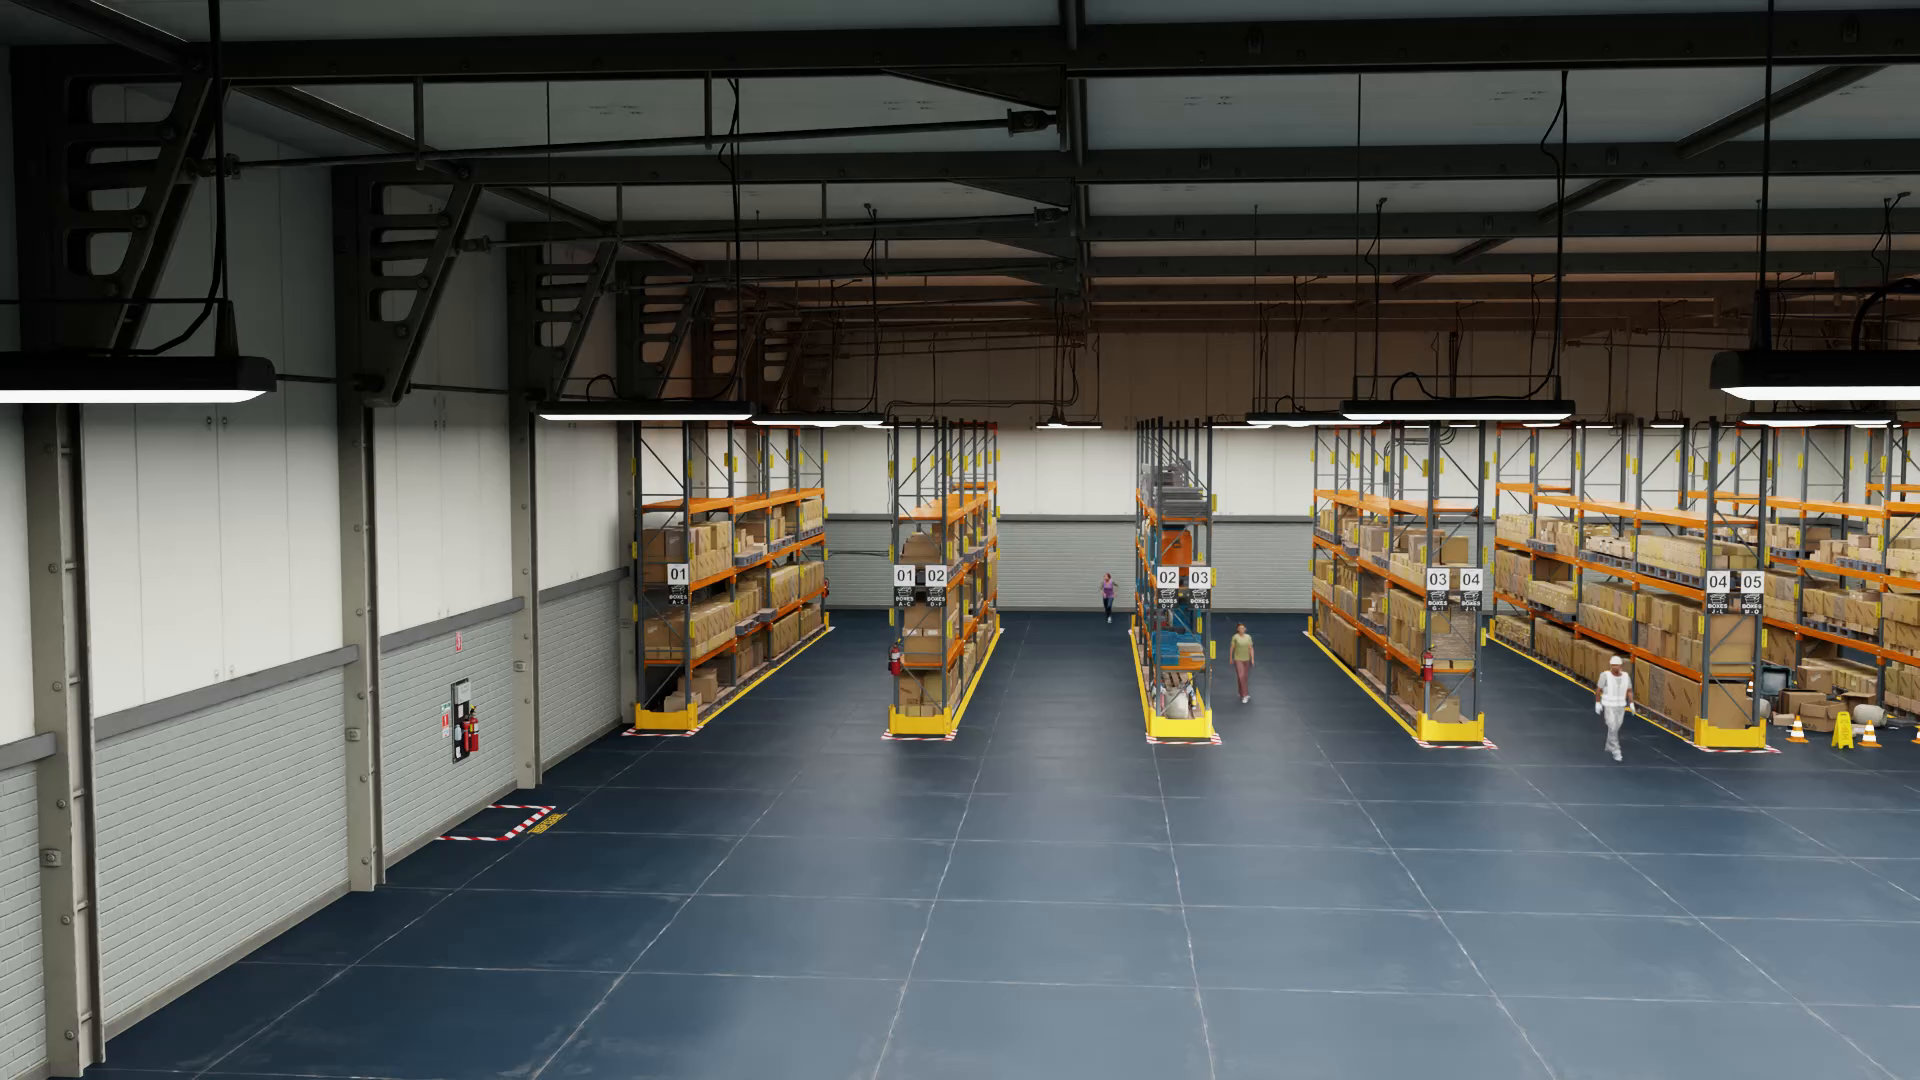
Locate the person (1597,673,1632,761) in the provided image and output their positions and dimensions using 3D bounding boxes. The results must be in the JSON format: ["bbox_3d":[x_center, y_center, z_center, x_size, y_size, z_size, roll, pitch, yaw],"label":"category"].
[{"bbox_3d":[11.522,3.089,29.230,0.572,1.541,0.742,0,4,-7],"label":"person"}]

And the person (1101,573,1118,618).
[{"bbox_3d":[4.443,1.681,49.520,0.528,1.391,0.794,1,4,16],"label":"person"}]
